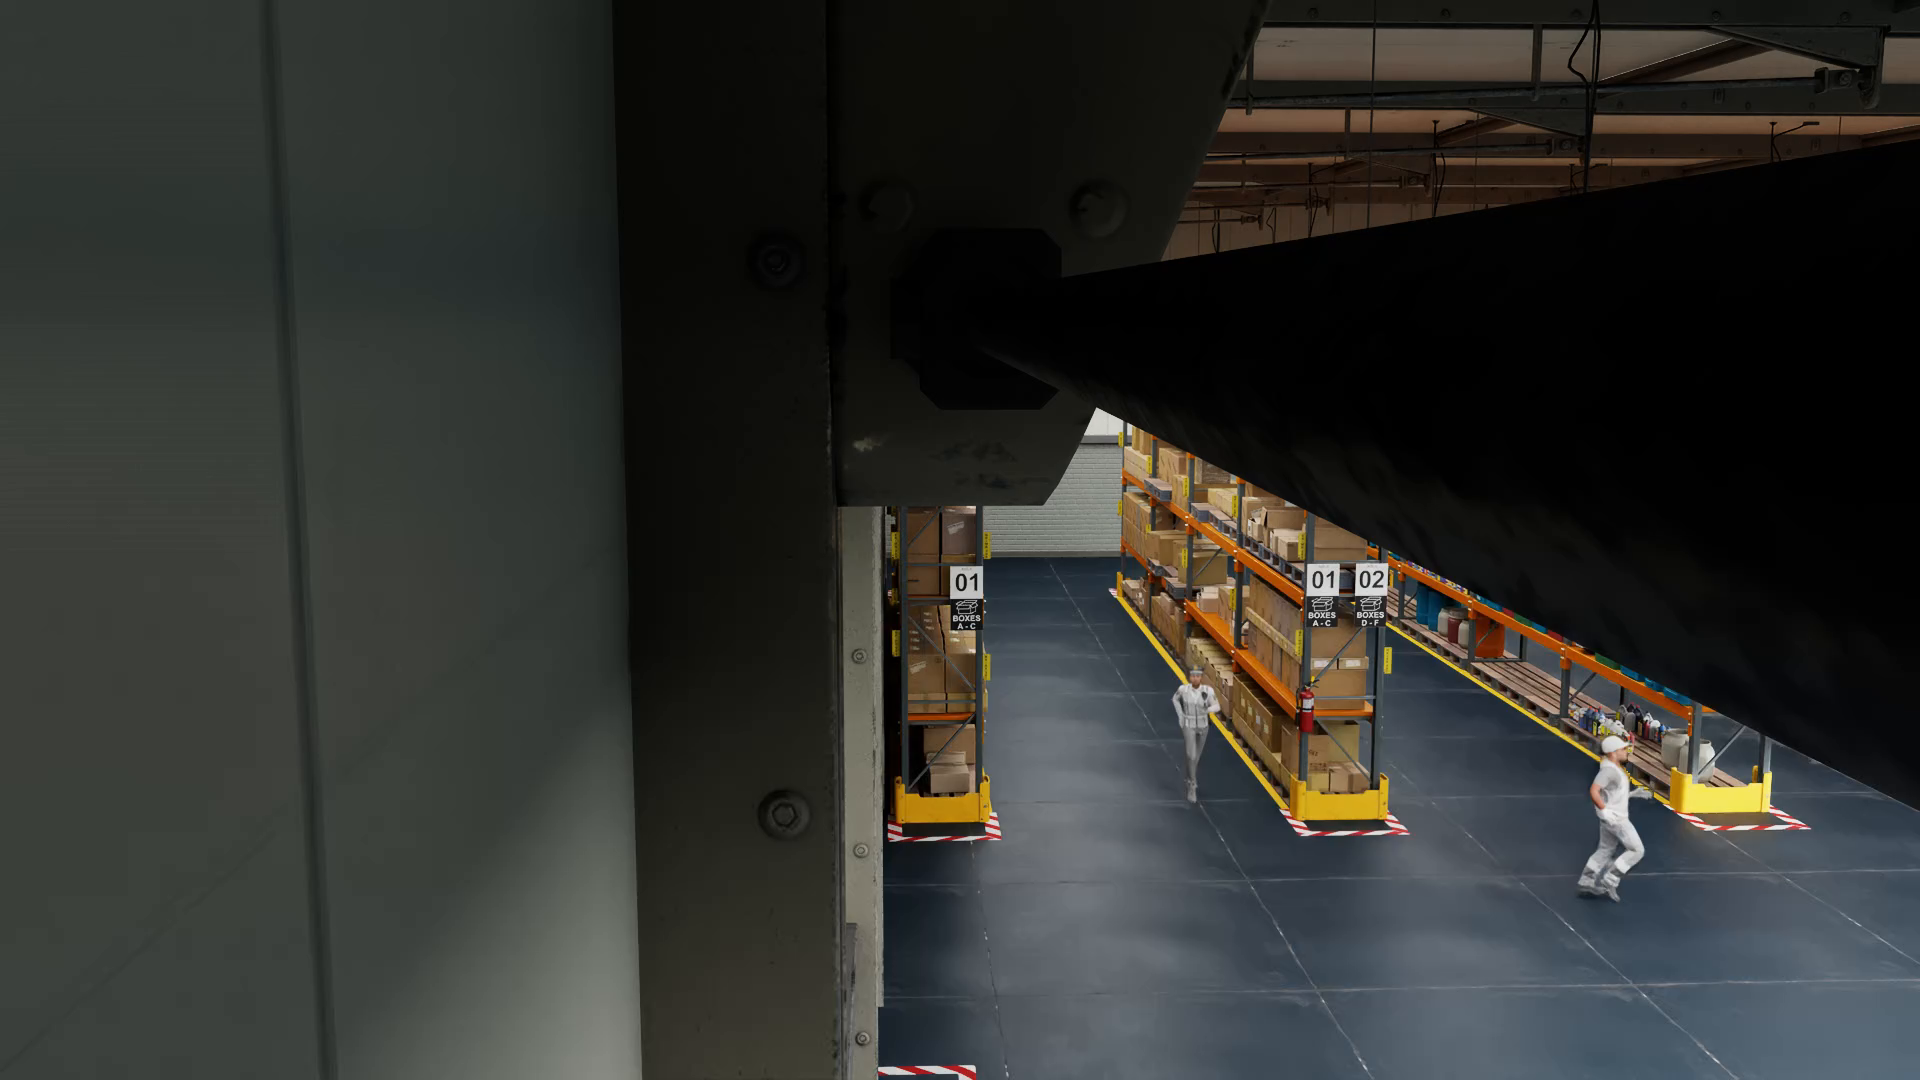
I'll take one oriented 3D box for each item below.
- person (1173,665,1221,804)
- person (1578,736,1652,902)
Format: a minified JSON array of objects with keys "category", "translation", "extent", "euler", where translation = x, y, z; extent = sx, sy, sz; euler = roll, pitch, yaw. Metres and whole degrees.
[{"category":"person","translation":[3.065,2.452,21.528],"extent":[0.584,1.754,0.769],"euler":[0,8,-1]},{"category":"person","translation":[6.997,2.969,17.717],"extent":[0.698,1.781,0.654],"euler":[2,8,14]}]
